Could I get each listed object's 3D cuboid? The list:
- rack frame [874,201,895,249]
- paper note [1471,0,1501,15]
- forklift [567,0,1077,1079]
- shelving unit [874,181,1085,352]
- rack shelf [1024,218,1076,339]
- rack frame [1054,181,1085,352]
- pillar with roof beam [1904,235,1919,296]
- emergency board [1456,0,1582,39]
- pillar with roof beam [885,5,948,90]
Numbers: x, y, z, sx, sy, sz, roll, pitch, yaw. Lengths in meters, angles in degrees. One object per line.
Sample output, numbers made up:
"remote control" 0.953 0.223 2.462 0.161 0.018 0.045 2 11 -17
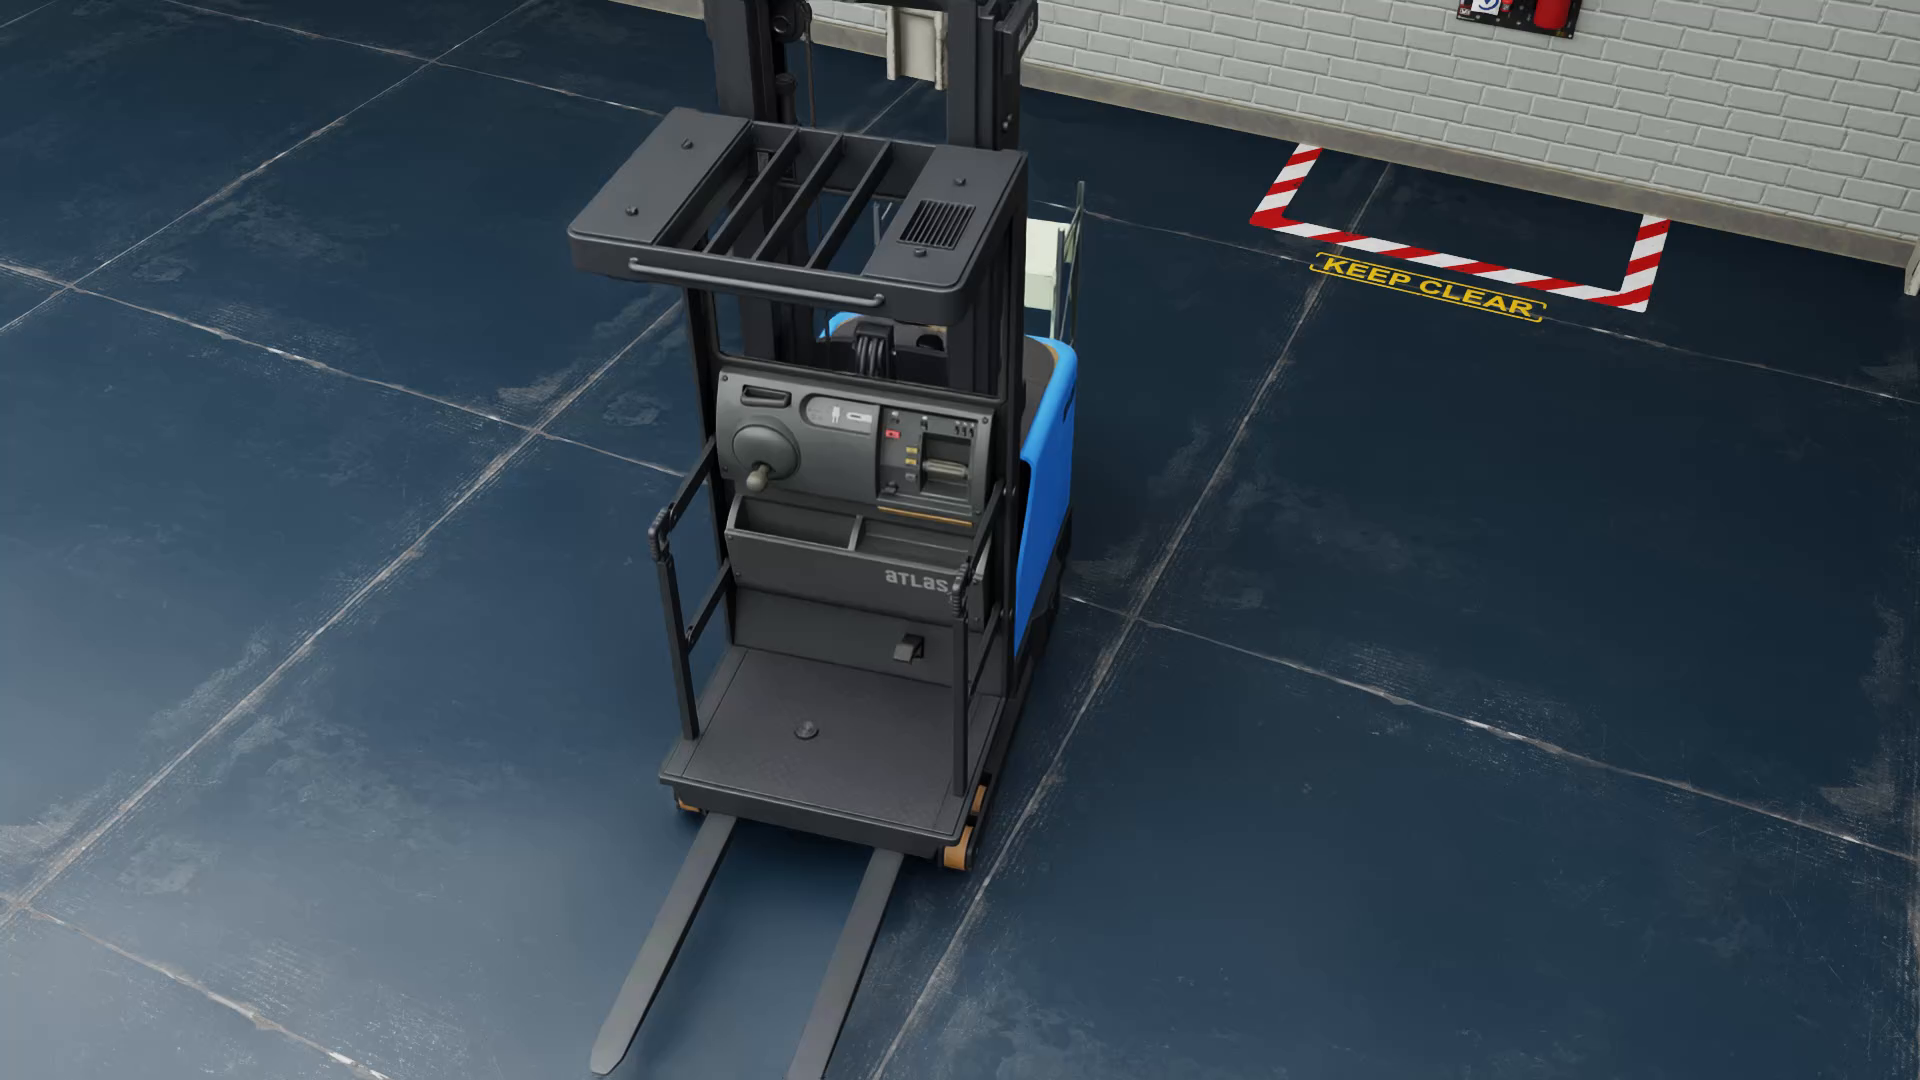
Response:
"rack frame" -0.273 -0.858 7.094 0.023 1.500 0.400 10 42 11
"paper note" 2.858 -2.931 9.014 0.142 0.148 0.016 17 44 19
"forklift" -0.407 -0.226 5.273 1.130 2.935 3.031 10 42 11
"shelving unit" 0.080 -0.794 7.021 0.755 1.500 0.431 10 42 11
"rack shelf" 0.080 -1.090 6.766 0.720 0.370 0.431 10 42 11
"rack frame" 0.433 -0.731 6.948 0.023 1.500 0.400 10 42 11
"pillar with roof beam" 3.392 -2.179 2.893 0.400 9.000 9.100 17 44 19
"emergency board" 2.989 -3.174 8.622 0.643 1.169 0.194 17 44 19
"pillar with roof beam" -2.045 -3.840 4.810 0.400 9.000 9.100 17 44 19
